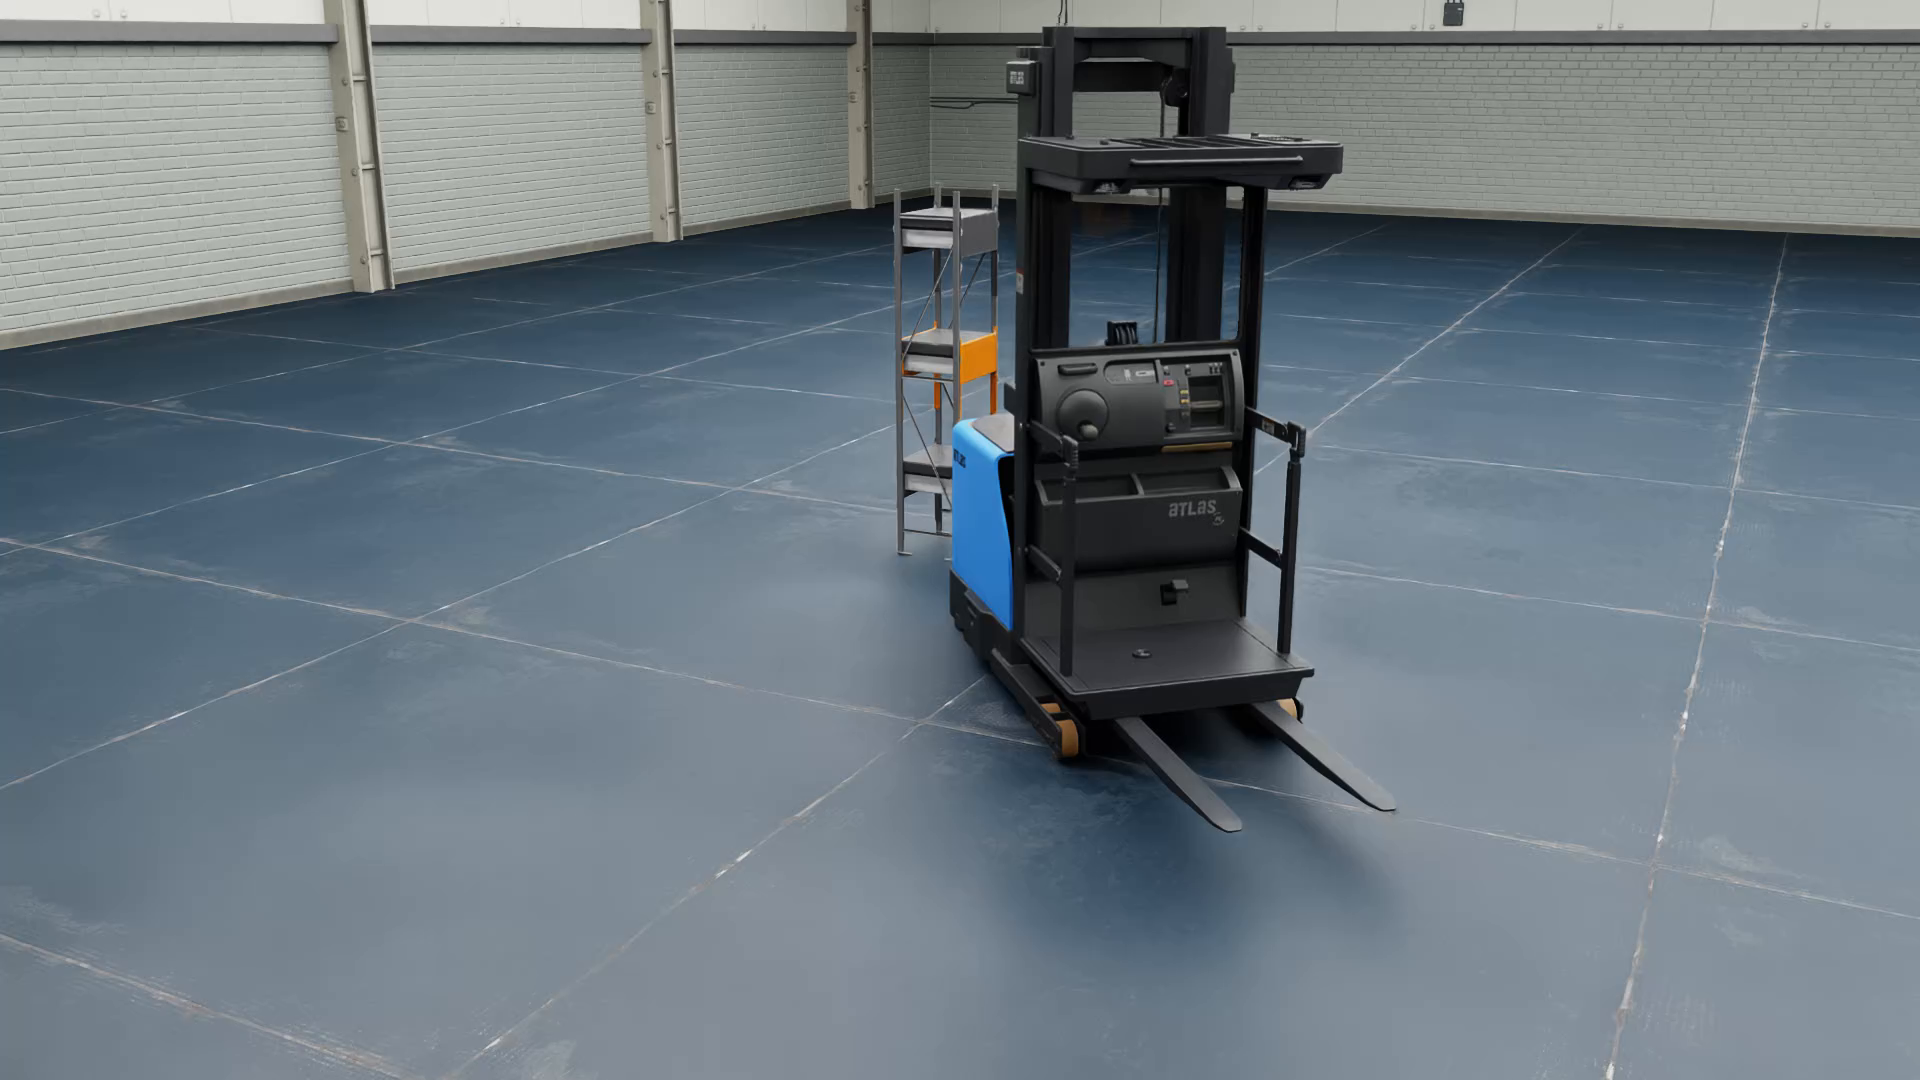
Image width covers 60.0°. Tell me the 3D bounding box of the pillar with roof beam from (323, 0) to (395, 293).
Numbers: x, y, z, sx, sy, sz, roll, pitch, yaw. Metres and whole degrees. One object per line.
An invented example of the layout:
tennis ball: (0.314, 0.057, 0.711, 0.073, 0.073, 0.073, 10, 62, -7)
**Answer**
pillar with roof beam: (-3.308, -6.822, 17.189, 9.100, 9.000, 0.400, 8, 18, 25)

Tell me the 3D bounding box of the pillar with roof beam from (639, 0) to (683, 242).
pillar with roof beam: (-0.627, -8.351, 22.334, 9.100, 9.000, 0.400, 8, 18, 25)

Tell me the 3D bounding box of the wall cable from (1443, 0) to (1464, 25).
wall cable: (9.188, -11.427, 26.720, 2.305, 6.003, 0.169, 8, 18, 25)

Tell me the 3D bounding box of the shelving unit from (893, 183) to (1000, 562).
shelving unit: (-0.074, -0.964, 9.583, 0.431, 2.100, 0.503, 8, 18, 25)

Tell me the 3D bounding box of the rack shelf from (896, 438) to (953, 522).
rack shelf: (-0.074, -0.280, 9.787, 0.431, 0.518, 0.480, 8, 18, 25)

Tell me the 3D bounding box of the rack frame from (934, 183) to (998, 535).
rack frame: (0.035, -1.027, 9.793, 0.400, 2.100, 0.015, 8, 18, 25)

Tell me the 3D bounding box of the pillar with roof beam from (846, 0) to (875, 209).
pillar with roof beam: (2.054, -9.879, 27.480, 9.100, 9.000, 0.400, 8, 18, 25)

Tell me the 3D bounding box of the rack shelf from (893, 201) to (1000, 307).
rack shelf: (-0.074, -1.622, 9.388, 0.431, 0.518, 0.480, 8, 18, 25)

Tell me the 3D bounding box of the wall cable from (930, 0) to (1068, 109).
wall cable: (0.702, -9.520, 31.726, 3.097, 2.526, 0.112, 8, 18, 25)

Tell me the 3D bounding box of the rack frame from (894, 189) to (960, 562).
rack frame: (-0.183, -0.902, 9.374, 0.400, 2.100, 0.015, 8, 18, 25)

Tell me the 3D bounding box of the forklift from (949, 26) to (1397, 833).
forklift: (0.840, -0.613, 6.941, 1.130, 2.935, 3.031, -5, 17, -15)

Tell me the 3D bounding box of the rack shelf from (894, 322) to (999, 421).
rack shelf: (-0.074, -0.951, 9.587, 0.431, 0.518, 0.480, 8, 18, 25)
